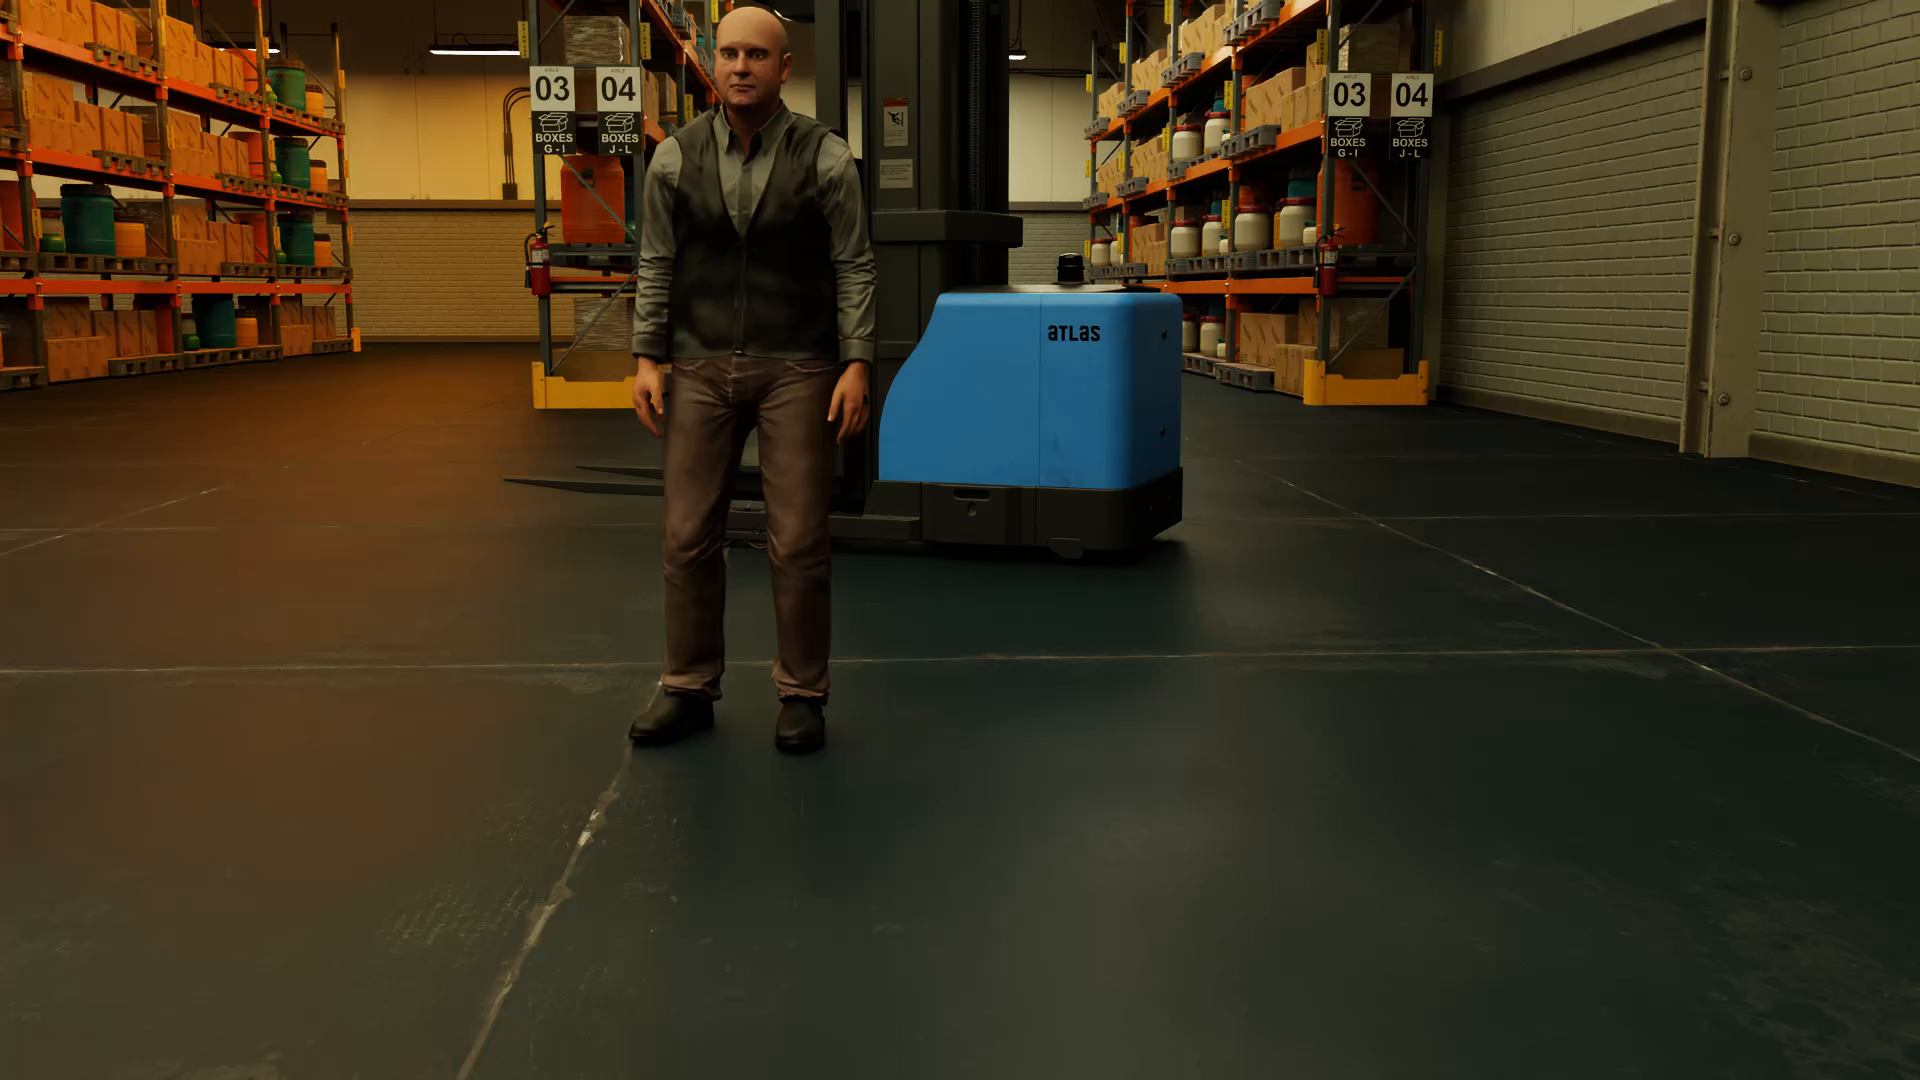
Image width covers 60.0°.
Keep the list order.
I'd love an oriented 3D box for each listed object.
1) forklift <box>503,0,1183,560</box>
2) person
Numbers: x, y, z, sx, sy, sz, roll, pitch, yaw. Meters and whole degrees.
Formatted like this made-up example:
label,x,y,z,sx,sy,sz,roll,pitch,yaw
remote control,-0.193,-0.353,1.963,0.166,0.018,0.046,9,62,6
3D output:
label,x,y,z,sx,sy,sz,roll,pitch,yaw
forklift,-0.584,-1.481,7.307,3.031,2.935,1.130,3,9,20
person,-0.494,-0.378,3.999,0.593,1.720,0.425,1,9,7
